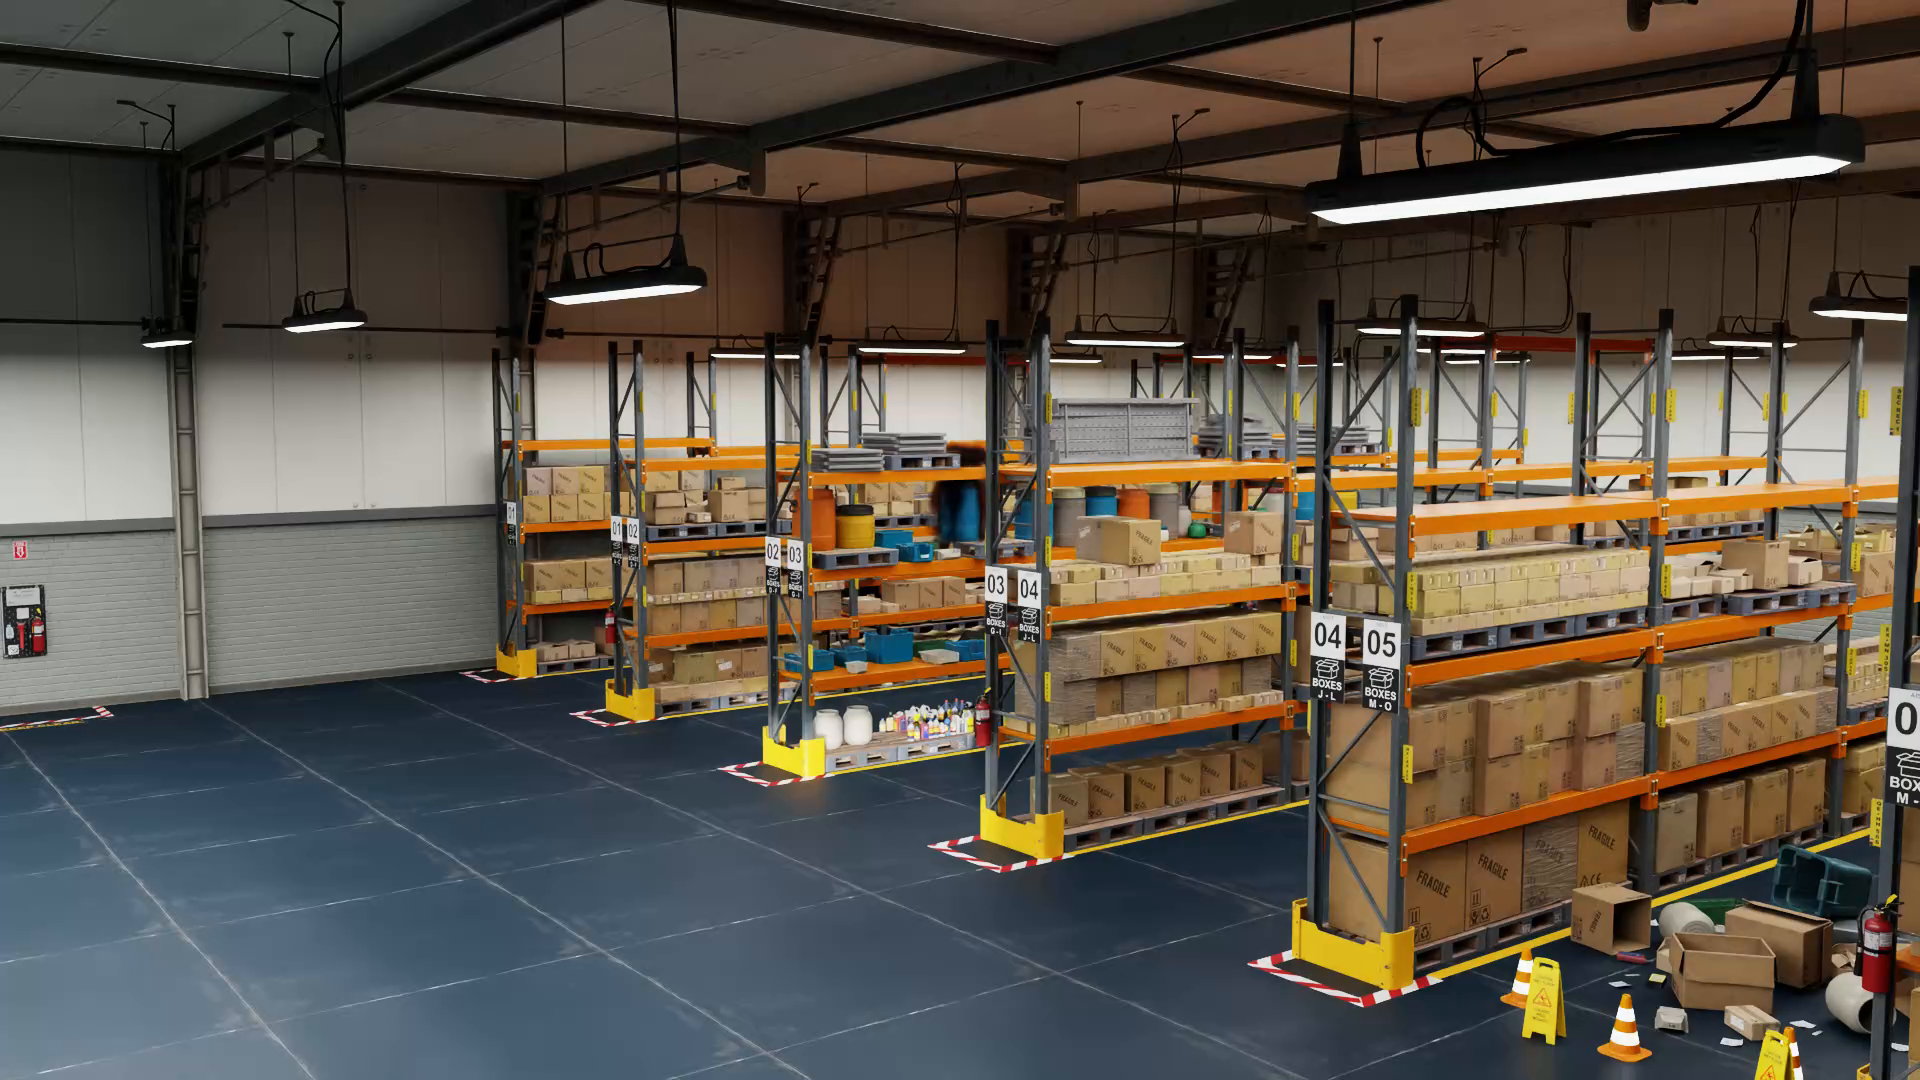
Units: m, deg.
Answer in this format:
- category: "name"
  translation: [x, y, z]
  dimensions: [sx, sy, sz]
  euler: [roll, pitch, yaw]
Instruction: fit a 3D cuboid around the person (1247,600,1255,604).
- category: "person"
  translation: [6.722, 0.916, 39.006]
  dimensions: [0.503, 1.634, 0.595]
  euler: [-3, 6, -31]
